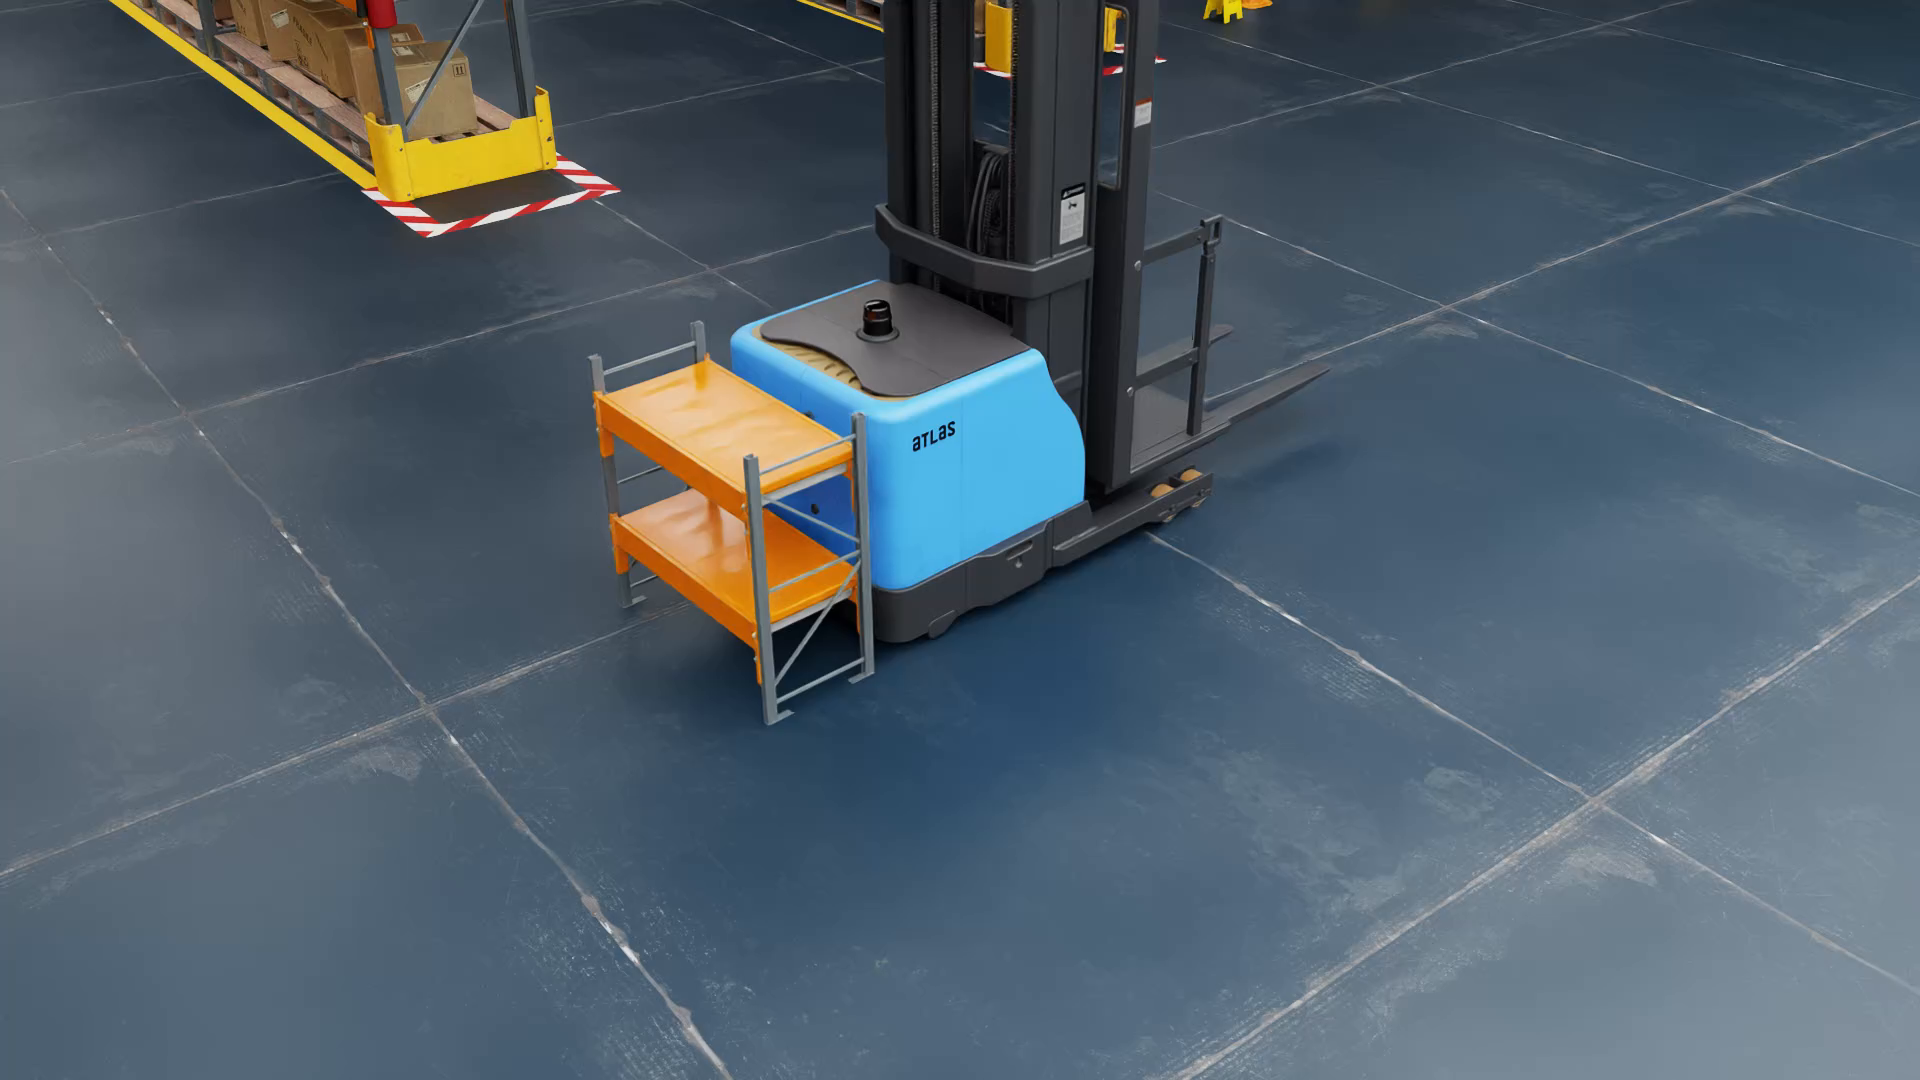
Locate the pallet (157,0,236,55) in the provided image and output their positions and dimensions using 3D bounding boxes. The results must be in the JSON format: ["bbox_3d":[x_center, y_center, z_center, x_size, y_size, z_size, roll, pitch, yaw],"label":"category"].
[{"bbox_3d":[-6.178,-4.484,14.270,1.003,0.211,1.213,-22,38,-31],"label":"pallet"}]

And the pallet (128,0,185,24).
[{"bbox_3d":[-6.931,-4.993,15.089,1.003,0.211,1.213,-22,38,-31],"label":"pallet"}]

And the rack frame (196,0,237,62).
[{"bbox_3d":[-5.700,-5.345,13.012,1.000,3.000,0.127,-22,38,-31],"label":"rack frame"}]

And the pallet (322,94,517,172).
[{"bbox_3d":[-3.764,-2.875,11.679,1.003,0.211,1.213,-22,38,-31],"label":"pallet"}]

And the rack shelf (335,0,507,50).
[{"bbox_3d":[-4.473,-4.206,11.860,1.077,0.370,4.000,-22,38,-31],"label":"rack shelf"}]

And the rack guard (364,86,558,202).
[{"bbox_3d":[-3.294,-2.648,11.039,1.175,0.500,0.348,-22,38,-31],"label":"rack guard"}]

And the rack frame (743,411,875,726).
[{"bbox_3d":[-0.529,0.118,5.993,0.500,1.125,0.032,-25,40,-34],"label":"rack frame"}]

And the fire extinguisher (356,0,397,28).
[{"bbox_3d":[-3.541,-3.448,10.032,0.296,0.674,0.183,-22,38,-31],"label":"fire extinguisher"}]

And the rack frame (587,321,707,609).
[{"bbox_3d":[-1.196,-0.287,6.645,0.500,1.125,0.032,-25,40,-34],"label":"rack frame"}]

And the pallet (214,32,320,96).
[{"bbox_3d":[-5.260,-3.892,13.316,1.003,0.211,1.213,-22,38,-31],"label":"pallet"}]

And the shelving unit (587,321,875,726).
[{"bbox_3d":[-0.862,-0.085,6.319,0.538,1.125,1.048,-25,40,-34],"label":"shelving unit"}]

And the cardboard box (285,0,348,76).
[{"bbox_3d":[-4.686,-3.812,12.516,0.500,0.500,0.500,-26,40,-35],"label":"cardboard box"}]

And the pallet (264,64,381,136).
[{"bbox_3d":[-4.508,-3.383,12.497,1.003,0.211,1.213,-22,38,-31],"label":"pallet"}]

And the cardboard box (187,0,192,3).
[{"bbox_3d":[-6.337,-4.938,14.309,0.700,0.500,0.500,-23,38,-32],"label":"cardboard box"}]

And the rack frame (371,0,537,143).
[{"bbox_3d":[-3.247,-3.678,10.328,1.000,3.000,0.127,-22,38,-31],"label":"rack frame"}]

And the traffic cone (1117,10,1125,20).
[{"bbox_3d":[1.529,-4.843,14.610,0.336,0.463,0.334,-22,38,-31],"label":"traffic cone"}]

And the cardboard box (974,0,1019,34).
[{"bbox_3d":[0.265,-4.777,13.715,0.875,0.875,0.875,-22,38,-31],"label":"cardboard box"}]

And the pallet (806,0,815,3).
[{"bbox_3d":[-1.315,-5.381,15.713,1.003,0.211,1.213,-22,38,-31],"label":"pallet"}]

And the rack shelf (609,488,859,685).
[{"bbox_3d":[-0.862,0.123,6.448,0.538,0.278,1.000,-25,40,-34],"label":"rack shelf"}]

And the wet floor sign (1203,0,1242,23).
[{"bbox_3d":[2.315,-4.869,14.477,0.232,0.644,0.267,26,40,35],"label":"wet floor sign"}]

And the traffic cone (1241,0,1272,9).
[{"bbox_3d":[2.630,-5.067,14.970,0.336,0.463,0.334,-22,38,-31],"label":"traffic cone"}]

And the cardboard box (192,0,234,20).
[{"bbox_3d":[-6.059,-4.733,13.979,0.700,0.500,0.500,-26,40,-35],"label":"cardboard box"}]

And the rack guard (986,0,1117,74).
[{"bbox_3d":[0.748,-4.168,13.488,1.175,0.500,0.348,-22,38,-31],"label":"rack guard"}]

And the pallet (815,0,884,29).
[{"bbox_3d":[-0.563,-4.872,14.894,1.003,0.211,1.213,-22,38,-31],"label":"pallet"}]

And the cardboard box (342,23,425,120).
[{"bbox_3d":[-4.010,-3.298,11.688,0.500,0.500,0.500,-12,34,-19],"label":"cardboard box"}]

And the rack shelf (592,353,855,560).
[{"bbox_3d":[-0.863,-0.333,6.164,0.538,0.278,1.000,-25,40,-34],"label":"rack shelf"}]

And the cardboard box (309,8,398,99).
[{"bbox_3d":[-4.379,-3.565,12.118,0.500,0.500,0.500,-19,36,-27],"label":"cardboard box"}]

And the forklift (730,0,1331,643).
[{"bbox_3d":[0.500,-1.505,6.895,3.031,2.935,1.130,-26,40,-35],"label":"forklift"}]

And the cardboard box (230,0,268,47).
[{"bbox_3d":[-5.486,-4.282,13.272,0.500,0.500,0.500,-24,39,-33],"label":"cardboard box"}]

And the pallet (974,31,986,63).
[{"bbox_3d":[0.181,-4.364,14.076,1.003,0.211,1.213,-22,38,-31],"label":"pallet"}]

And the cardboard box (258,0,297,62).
[{"bbox_3d":[-5.129,-4.045,12.892,0.500,0.500,0.500,-11,33,-16],"label":"cardboard box"}]

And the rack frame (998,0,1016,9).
[{"bbox_3d":[0.733,-5.240,12.844,1.000,3.000,0.127,-22,38,-31],"label":"rack frame"}]

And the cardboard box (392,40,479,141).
[{"bbox_3d":[-3.617,-3.060,11.305,0.500,0.500,0.500,-15,35,-23],"label":"cardboard box"}]
